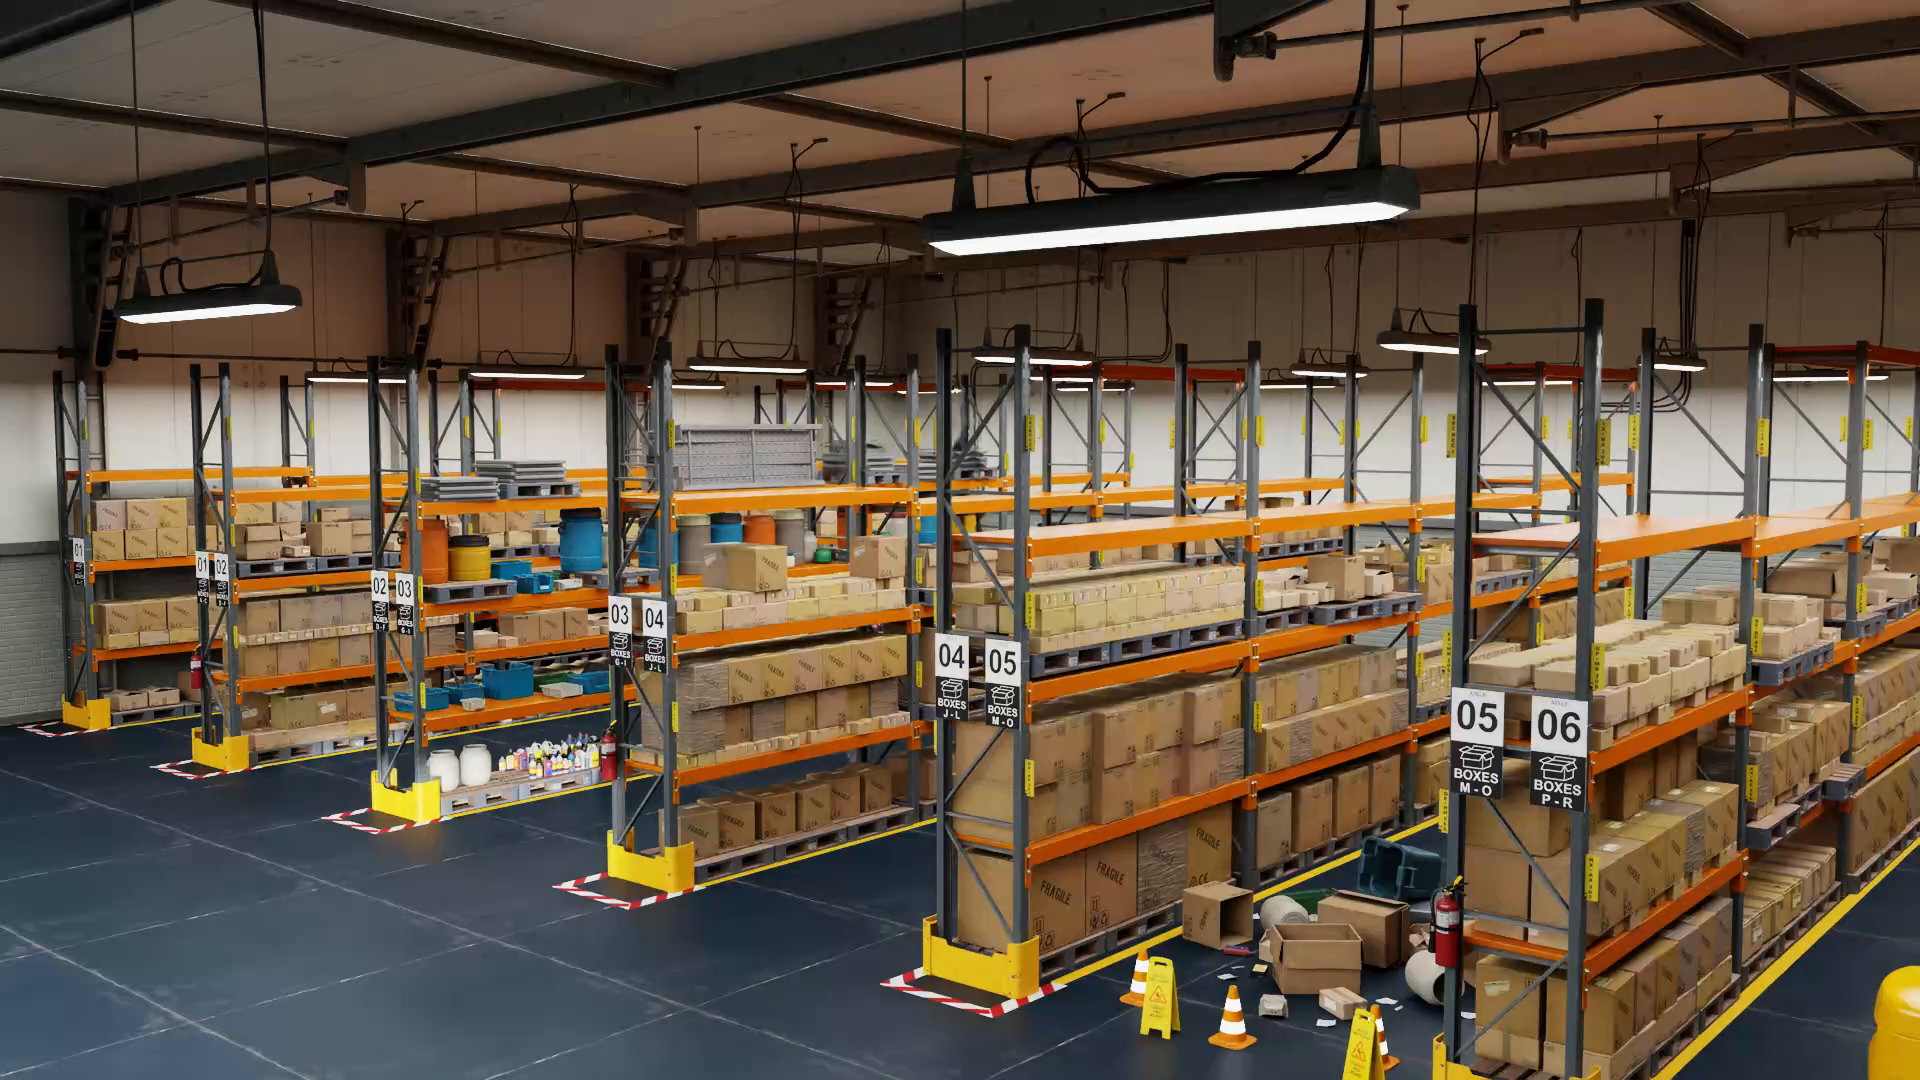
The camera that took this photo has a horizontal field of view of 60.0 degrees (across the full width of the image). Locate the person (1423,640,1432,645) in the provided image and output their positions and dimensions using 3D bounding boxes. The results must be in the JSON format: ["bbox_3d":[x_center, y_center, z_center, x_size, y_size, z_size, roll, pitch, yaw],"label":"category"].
[{"bbox_3d":[7.615,2.429,26.828,0.526,1.638,0.720,4,6,44],"label":"person"}]

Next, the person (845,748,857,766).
[{"bbox_3d":[-1.637,2.574,24.534,0.594,1.623,0.550,3,5,33],"label":"person"}]

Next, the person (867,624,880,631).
[{"bbox_3d":[-1.730,1.920,32.745,0.737,1.754,0.927,3,5,33],"label":"person"}]
